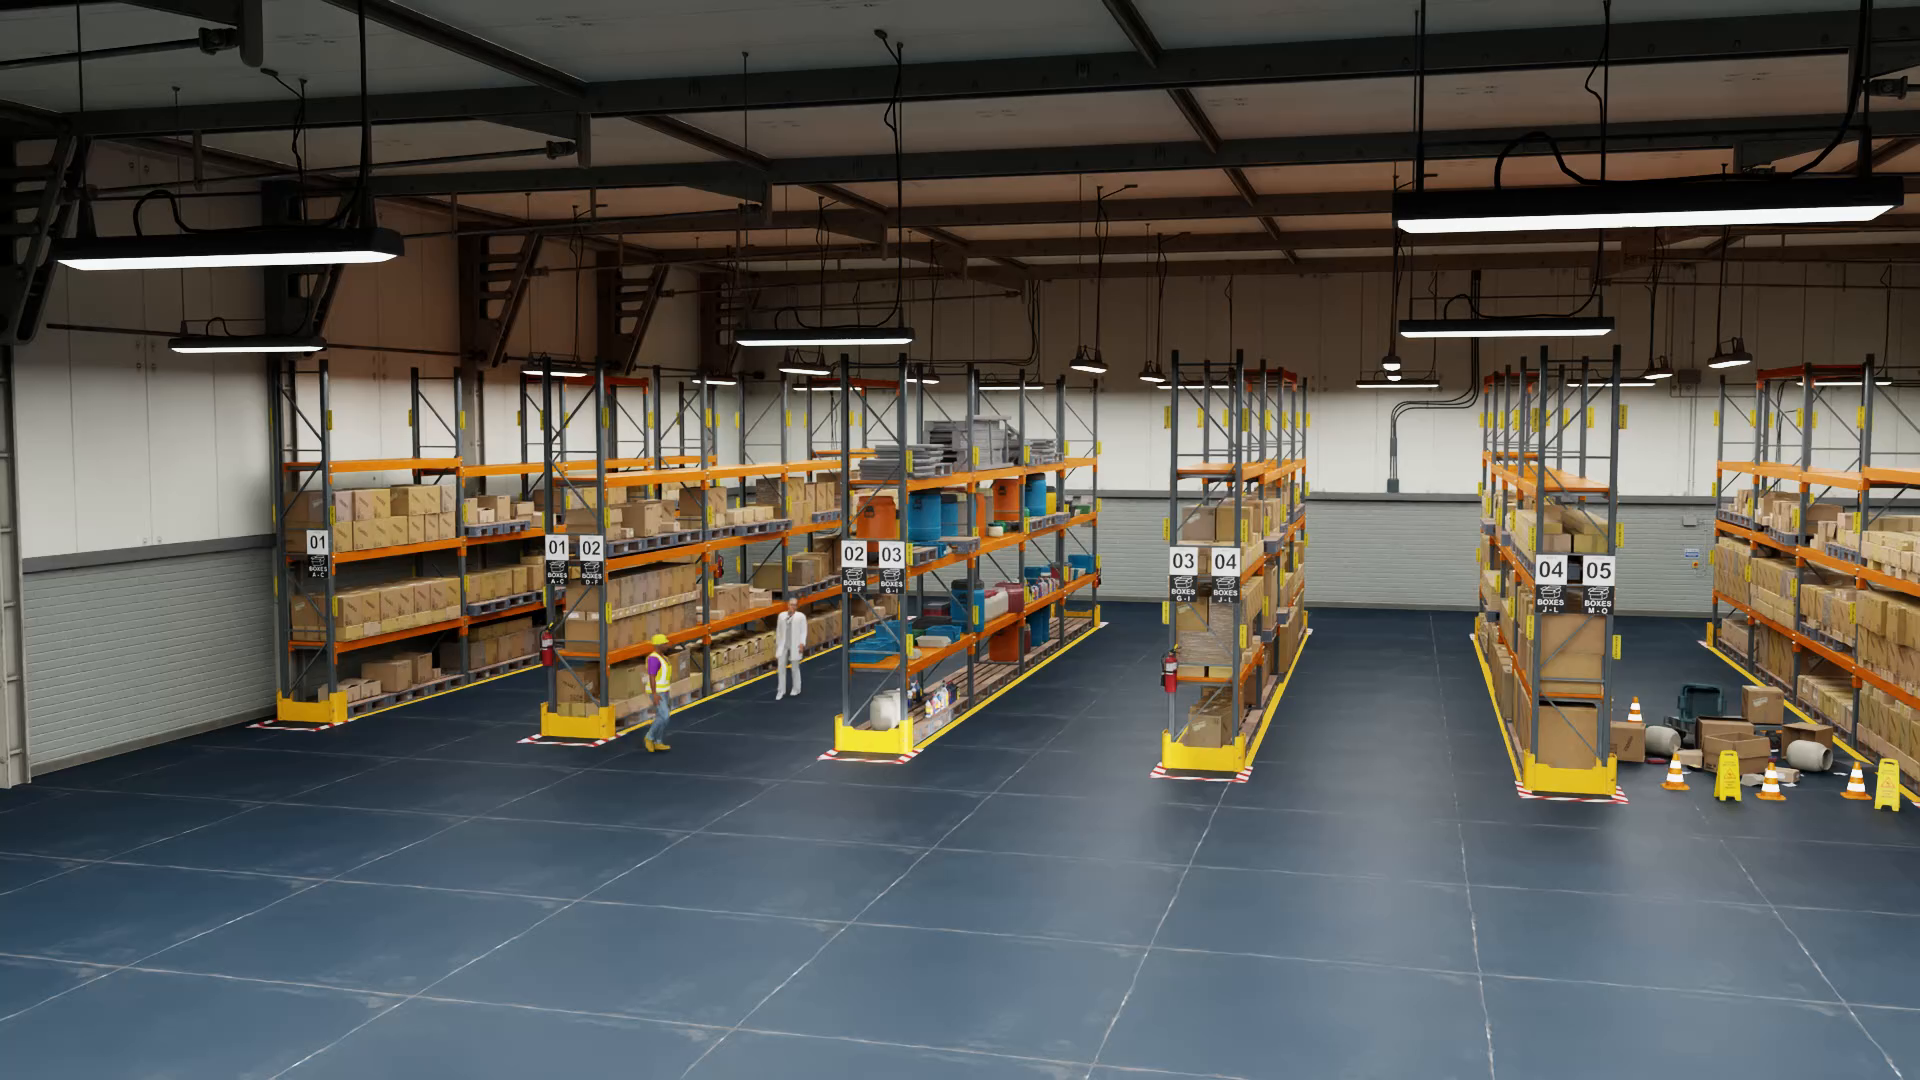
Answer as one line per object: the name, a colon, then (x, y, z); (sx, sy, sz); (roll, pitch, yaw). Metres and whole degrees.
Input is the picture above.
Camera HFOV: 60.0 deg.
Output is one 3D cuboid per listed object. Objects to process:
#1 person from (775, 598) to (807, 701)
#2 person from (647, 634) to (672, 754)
person: (-3.084, 1.973, 30.068); (0.605, 1.797, 0.767); (0, 4, 5)
person: (-4.492, 2.311, 25.070); (0.443, 1.782, 0.591); (1, 4, 16)
